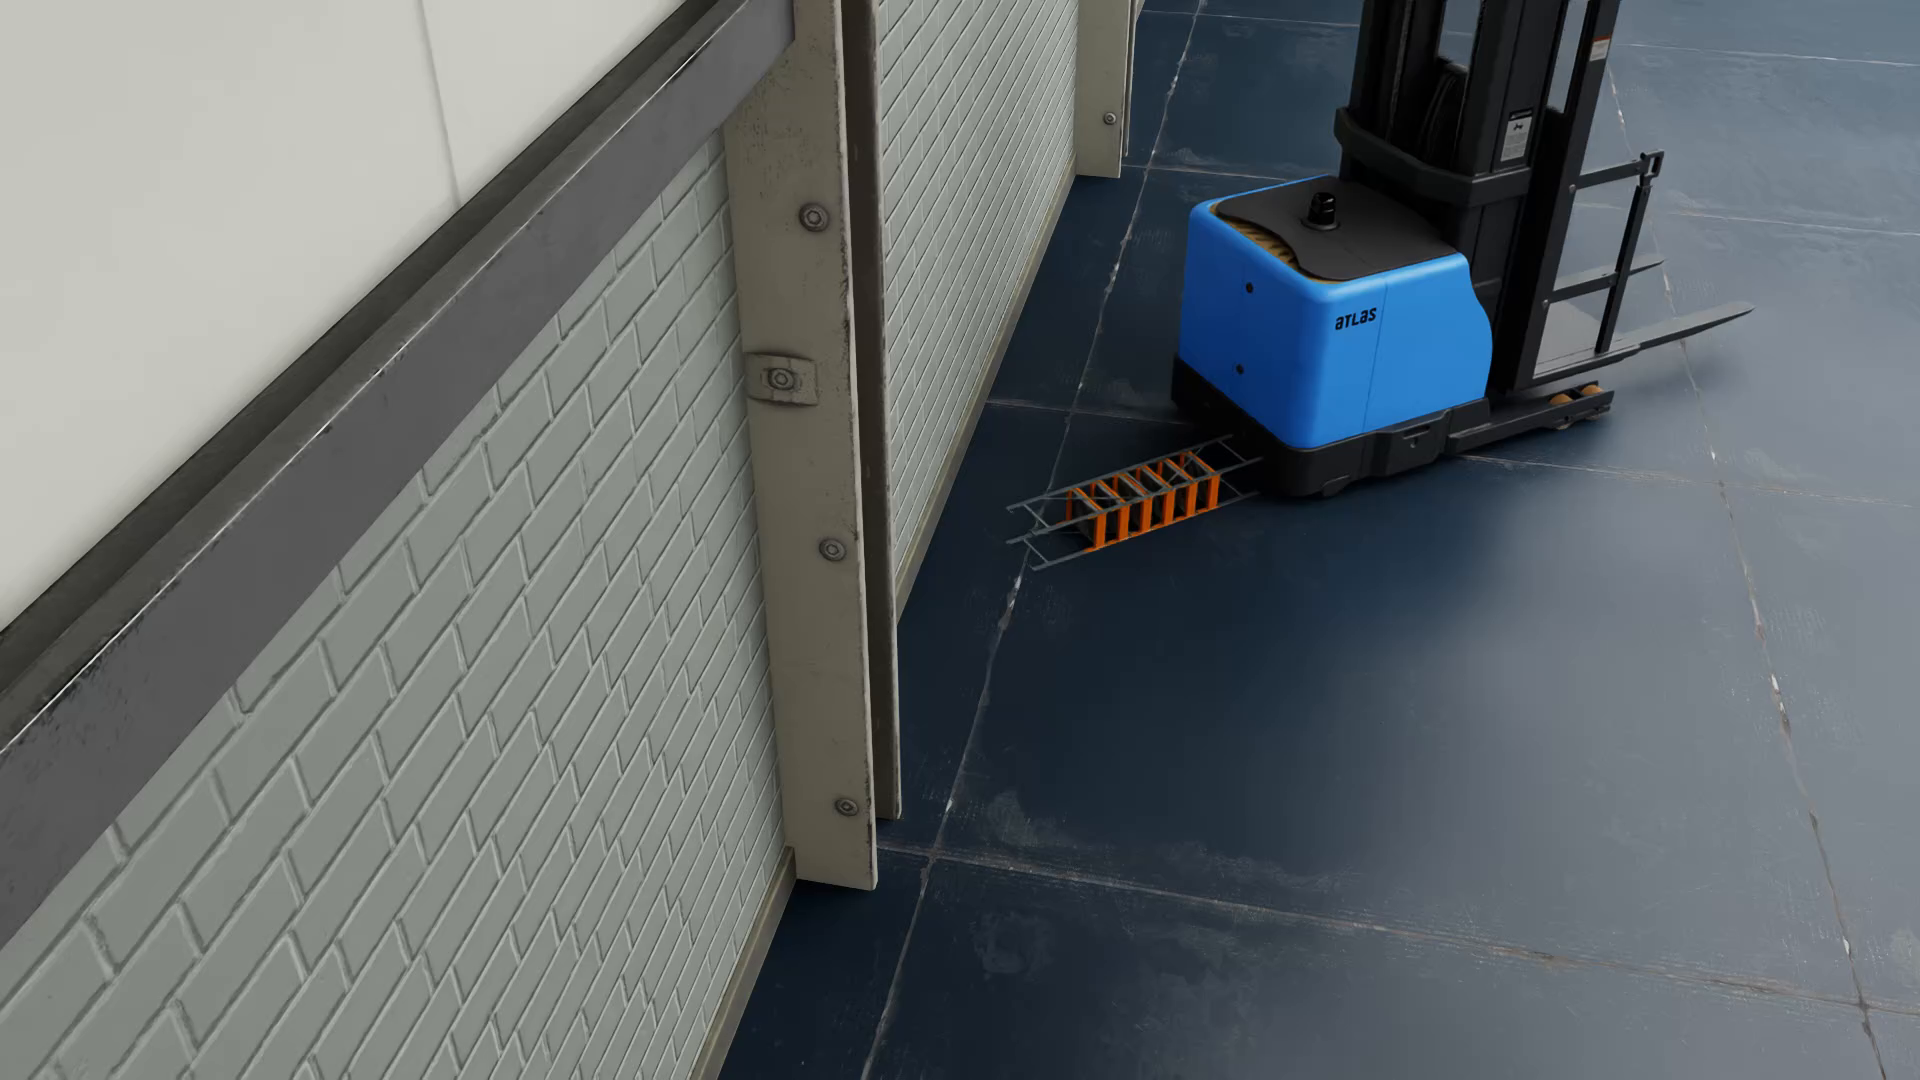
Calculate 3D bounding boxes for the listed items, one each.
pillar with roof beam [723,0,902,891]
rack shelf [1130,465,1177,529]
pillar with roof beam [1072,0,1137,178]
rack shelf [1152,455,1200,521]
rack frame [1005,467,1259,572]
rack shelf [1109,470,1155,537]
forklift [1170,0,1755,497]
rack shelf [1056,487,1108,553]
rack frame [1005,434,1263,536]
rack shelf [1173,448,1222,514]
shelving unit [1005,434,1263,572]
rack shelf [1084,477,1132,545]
[{"bbox_3d":[3.806,-2.052,2.413,9.100,9.000,0.400,7,37,10],"label":"pillar with roof beam"},{"bbox_3d":[0.840,-0.197,7.355,0.103,0.180,0.258,-18,40,-24],"label":"rack shelf"},{"bbox_3d":[5.088,-5.492,7.159,9.100,9.000,0.400,7,37,10],"label":"pillar with roof beam"},{"bbox_3d":[0.945,-0.232,7.403,0.103,0.180,0.258,-18,40,-24],"label":"rack shelf"},{"bbox_3d":[0.774,-0.102,7.378,1.200,0.006,0.240,-18,40,-24],"label":"rack frame"},{"bbox_3d":[0.736,-0.163,7.307,0.103,0.180,0.258,-18,40,-24],"label":"rack shelf"},{"bbox_3d":[2.576,-1.976,7.478,3.031,2.935,1.130,-16,39,-21],"label":"forklift"},{"bbox_3d":[0.527,-0.094,7.210,0.103,0.180,0.258,-18,40,-24],"label":"rack shelf"},{"bbox_3d":[0.775,-0.250,7.271,1.200,0.006,0.240,-18,40,-24],"label":"rack frame"},{"bbox_3d":[1.049,-0.267,7.451,0.103,0.180,0.258,-18,40,-24],"label":"rack shelf"},{"bbox_3d":[0.775,-0.176,7.325,1.200,0.189,0.258,-18,40,-24],"label":"shelving unit"},{"bbox_3d":[0.632,-0.128,7.258,0.103,0.180,0.258,-18,40,-24],"label":"rack shelf"}]
